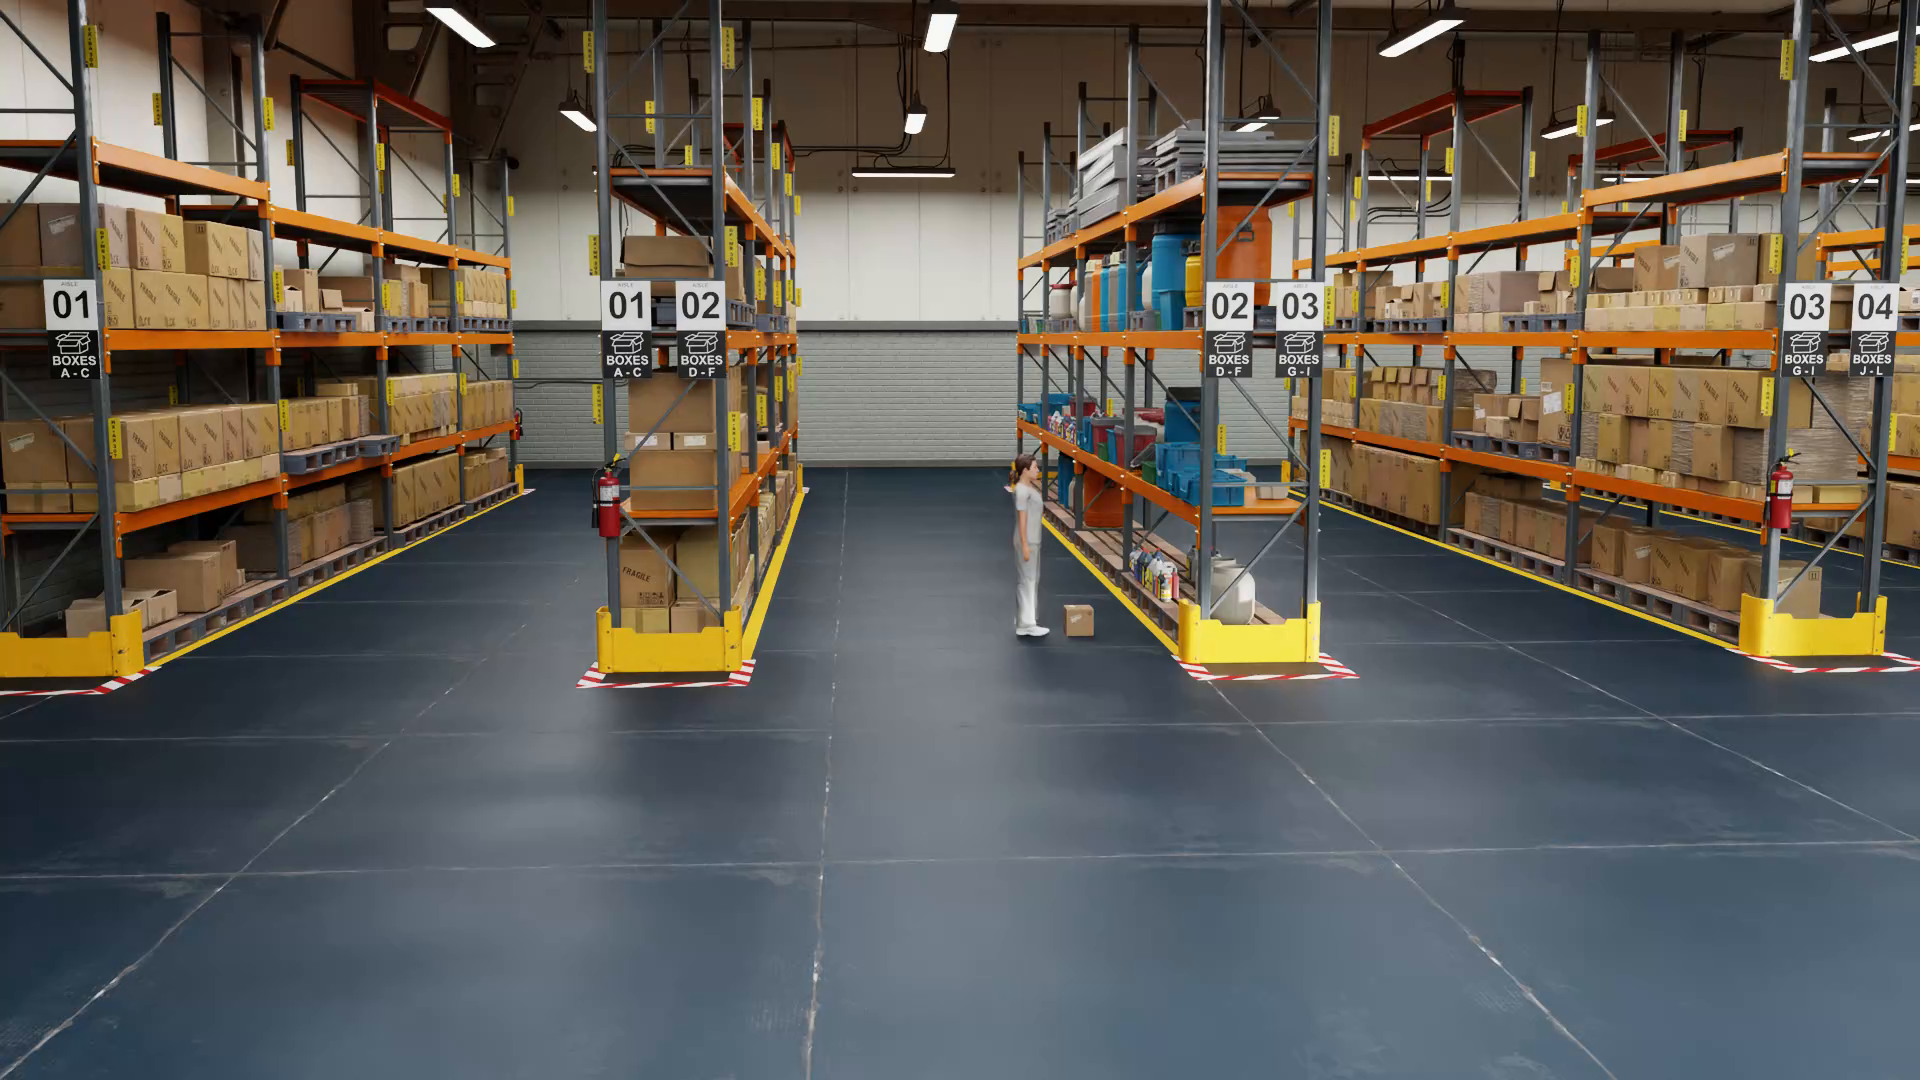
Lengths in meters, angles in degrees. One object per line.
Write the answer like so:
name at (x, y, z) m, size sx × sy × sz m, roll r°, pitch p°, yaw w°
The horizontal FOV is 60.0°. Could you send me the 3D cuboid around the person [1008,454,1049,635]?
person at (0.634, 0.050, 15.400) m, size 0.394 × 1.702 × 0.525 m, roll 1°, pitch 7°, yaw 6°
